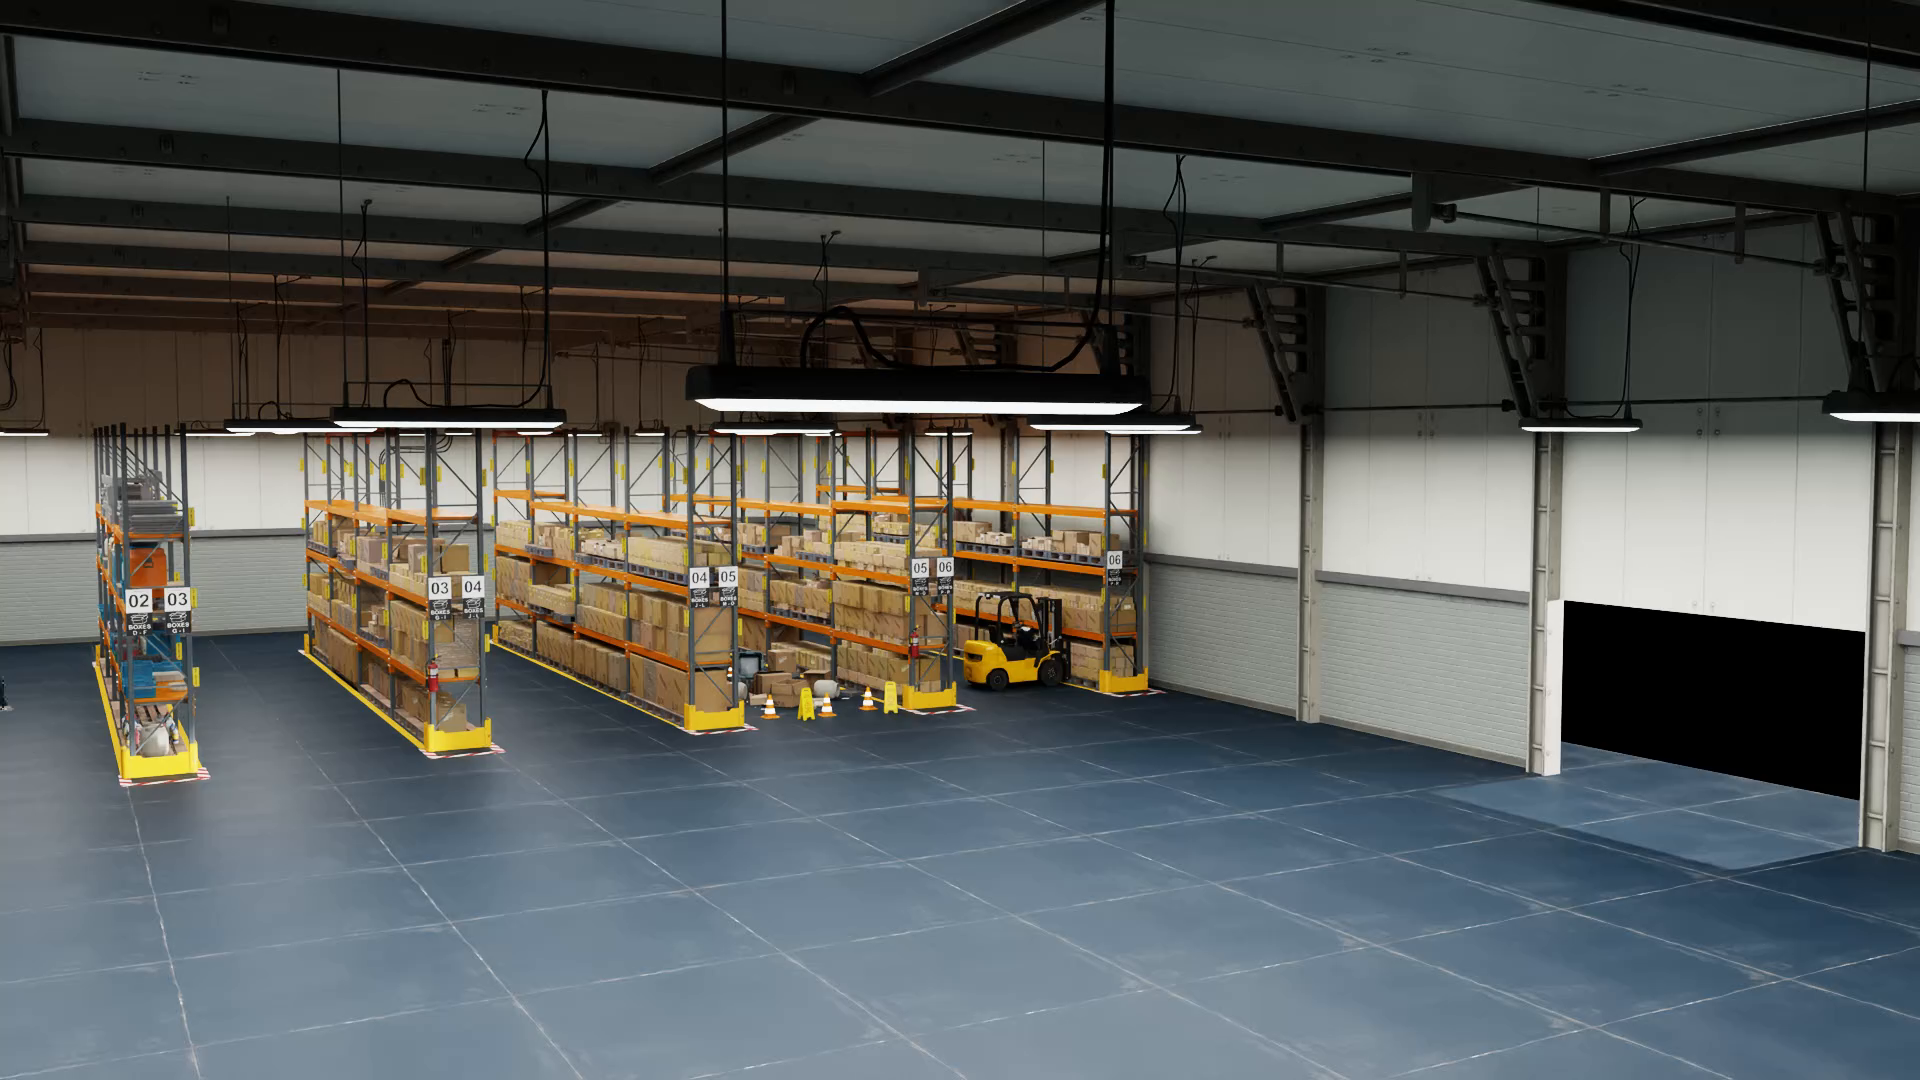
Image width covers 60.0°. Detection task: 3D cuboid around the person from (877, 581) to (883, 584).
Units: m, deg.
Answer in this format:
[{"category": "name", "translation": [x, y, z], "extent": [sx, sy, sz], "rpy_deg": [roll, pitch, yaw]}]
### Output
[{"category": "person", "translation": [-1.982, 1.952, 43.307], "extent": [0.659, 1.761, 0.501], "rpy_deg": [2, 4, 27]}]

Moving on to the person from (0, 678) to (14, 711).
[{"category": "person", "translation": [-20.271, 2.827, 34.810], "extent": [0.582, 1.584, 0.563], "rpy_deg": [0, 3, 8]}]
